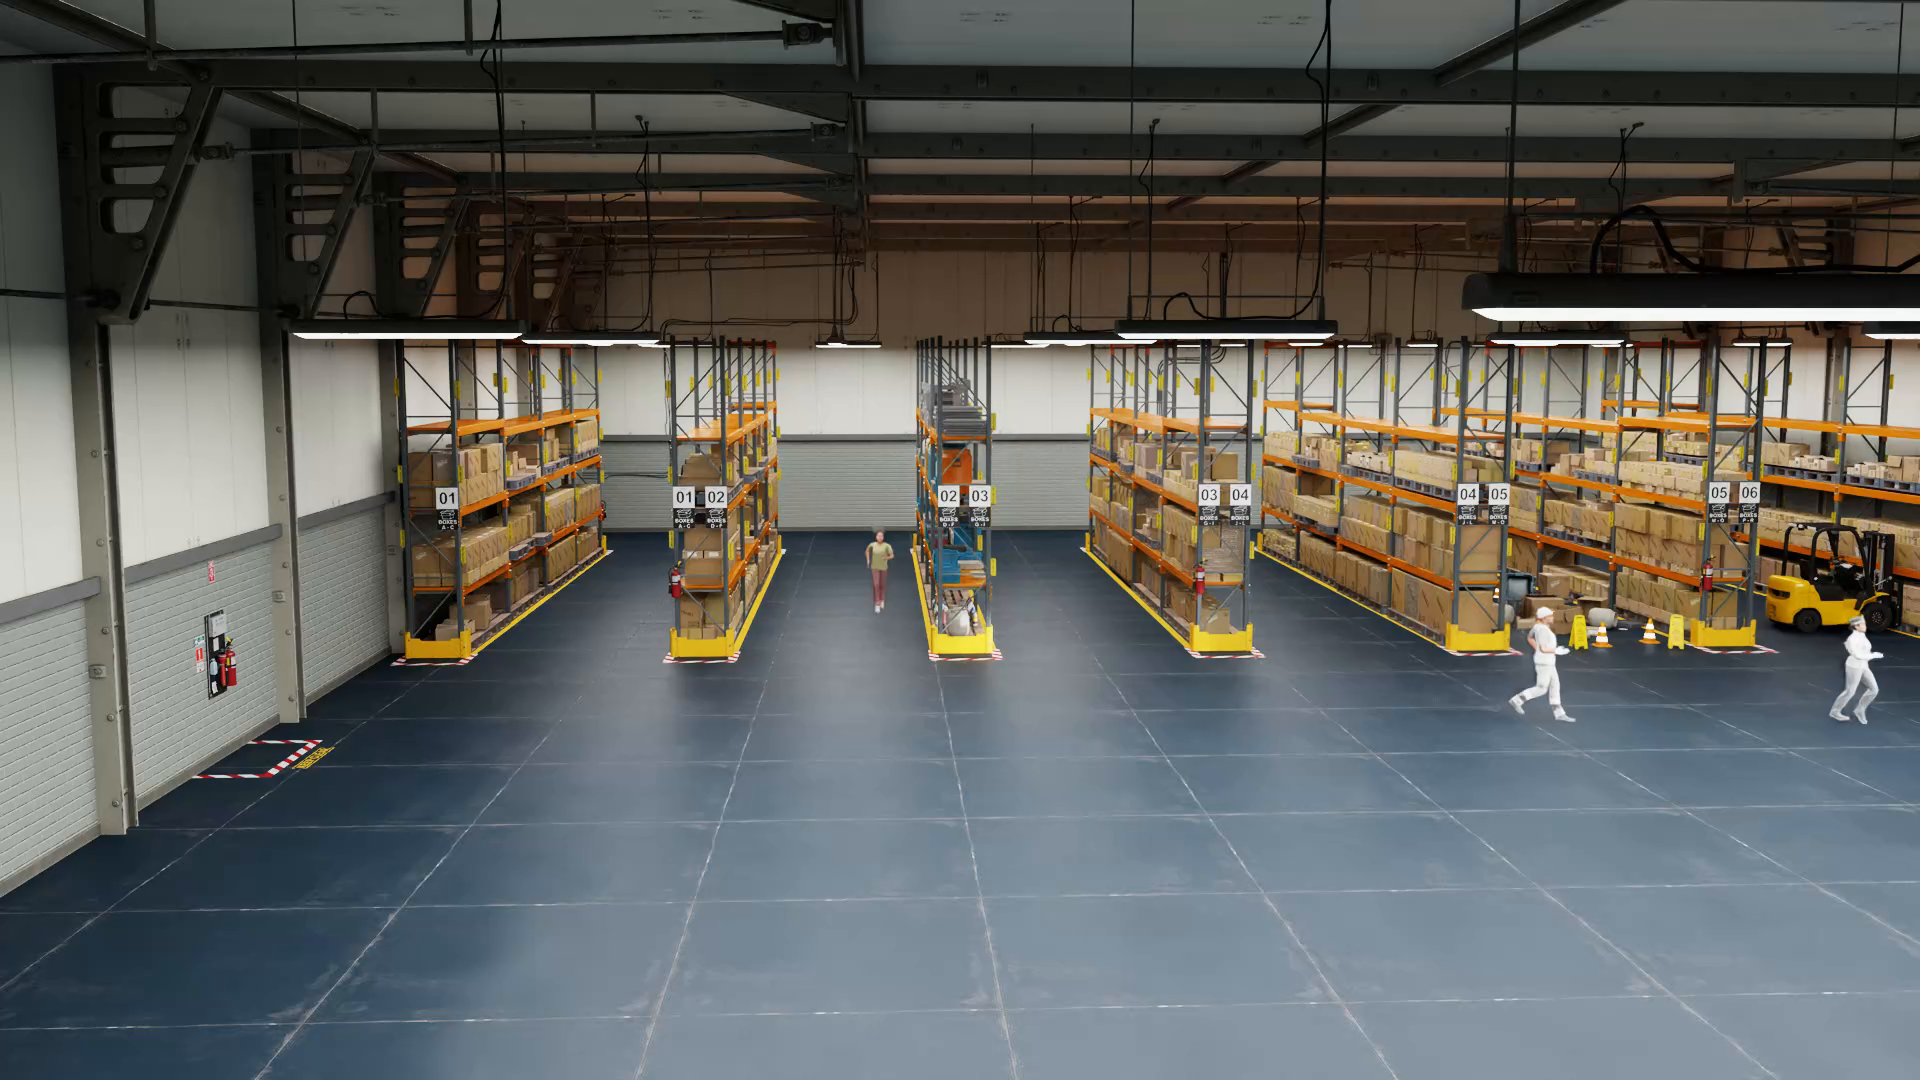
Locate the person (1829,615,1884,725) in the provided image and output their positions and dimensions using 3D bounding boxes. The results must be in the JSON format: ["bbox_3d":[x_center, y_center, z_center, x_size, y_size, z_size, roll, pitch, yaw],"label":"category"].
[{"bbox_3d":[13.773,2.001,25.507,0.579,1.713,0.703,-6,9,-44],"label":"person"}]

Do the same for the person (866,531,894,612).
[{"bbox_3d":[-1.681,0.637,35.101,0.578,1.690,0.858,-1,7,-6],"label":"person"}]

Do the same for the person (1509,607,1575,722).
[{"bbox_3d":[8.989,1.913,25.606,0.985,1.776,0.654,2,7,19],"label":"person"}]
